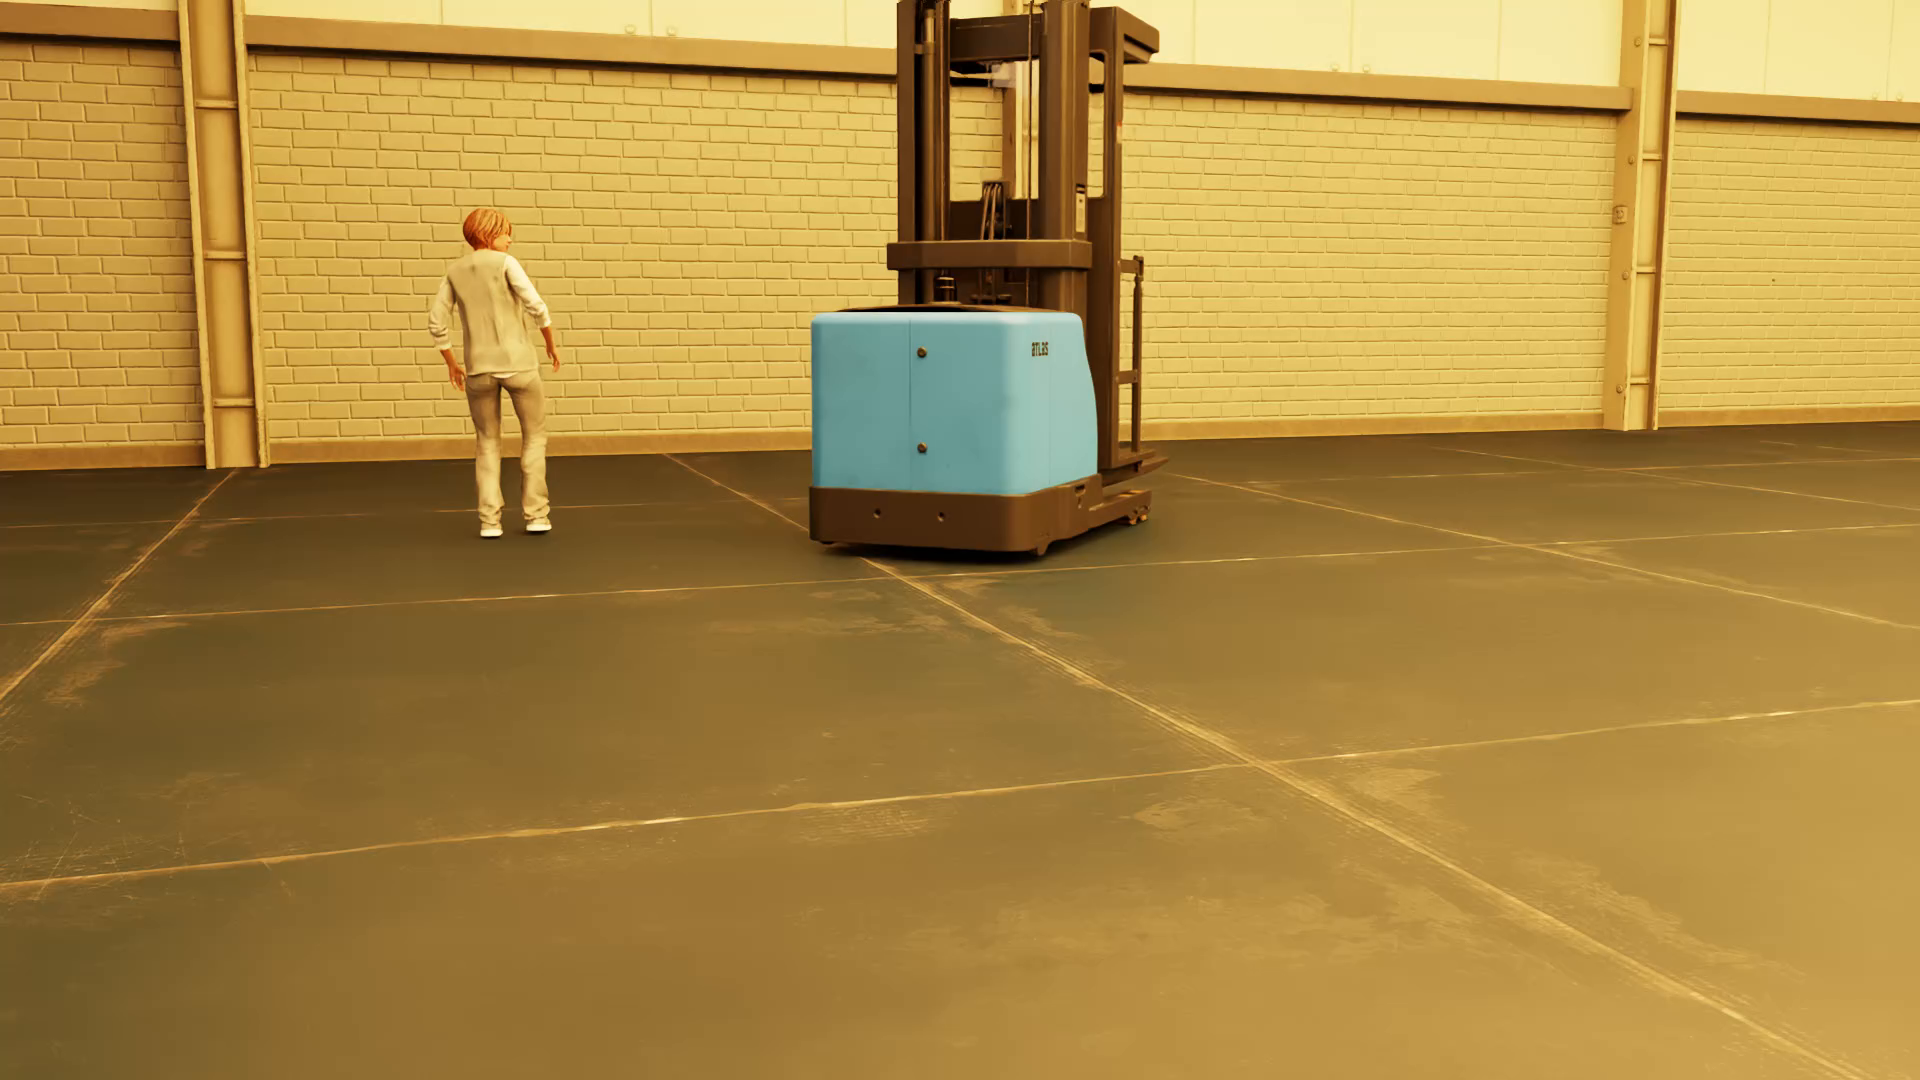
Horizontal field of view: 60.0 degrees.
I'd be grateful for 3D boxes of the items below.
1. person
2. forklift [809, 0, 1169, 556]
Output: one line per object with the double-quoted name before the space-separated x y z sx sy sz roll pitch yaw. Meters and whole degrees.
"person" -2.239 -0.804 8.037 0.608 1.575 0.447 0 8 3
"forklift" 0.351 -1.542 8.388 1.130 2.935 3.031 3 8 22
